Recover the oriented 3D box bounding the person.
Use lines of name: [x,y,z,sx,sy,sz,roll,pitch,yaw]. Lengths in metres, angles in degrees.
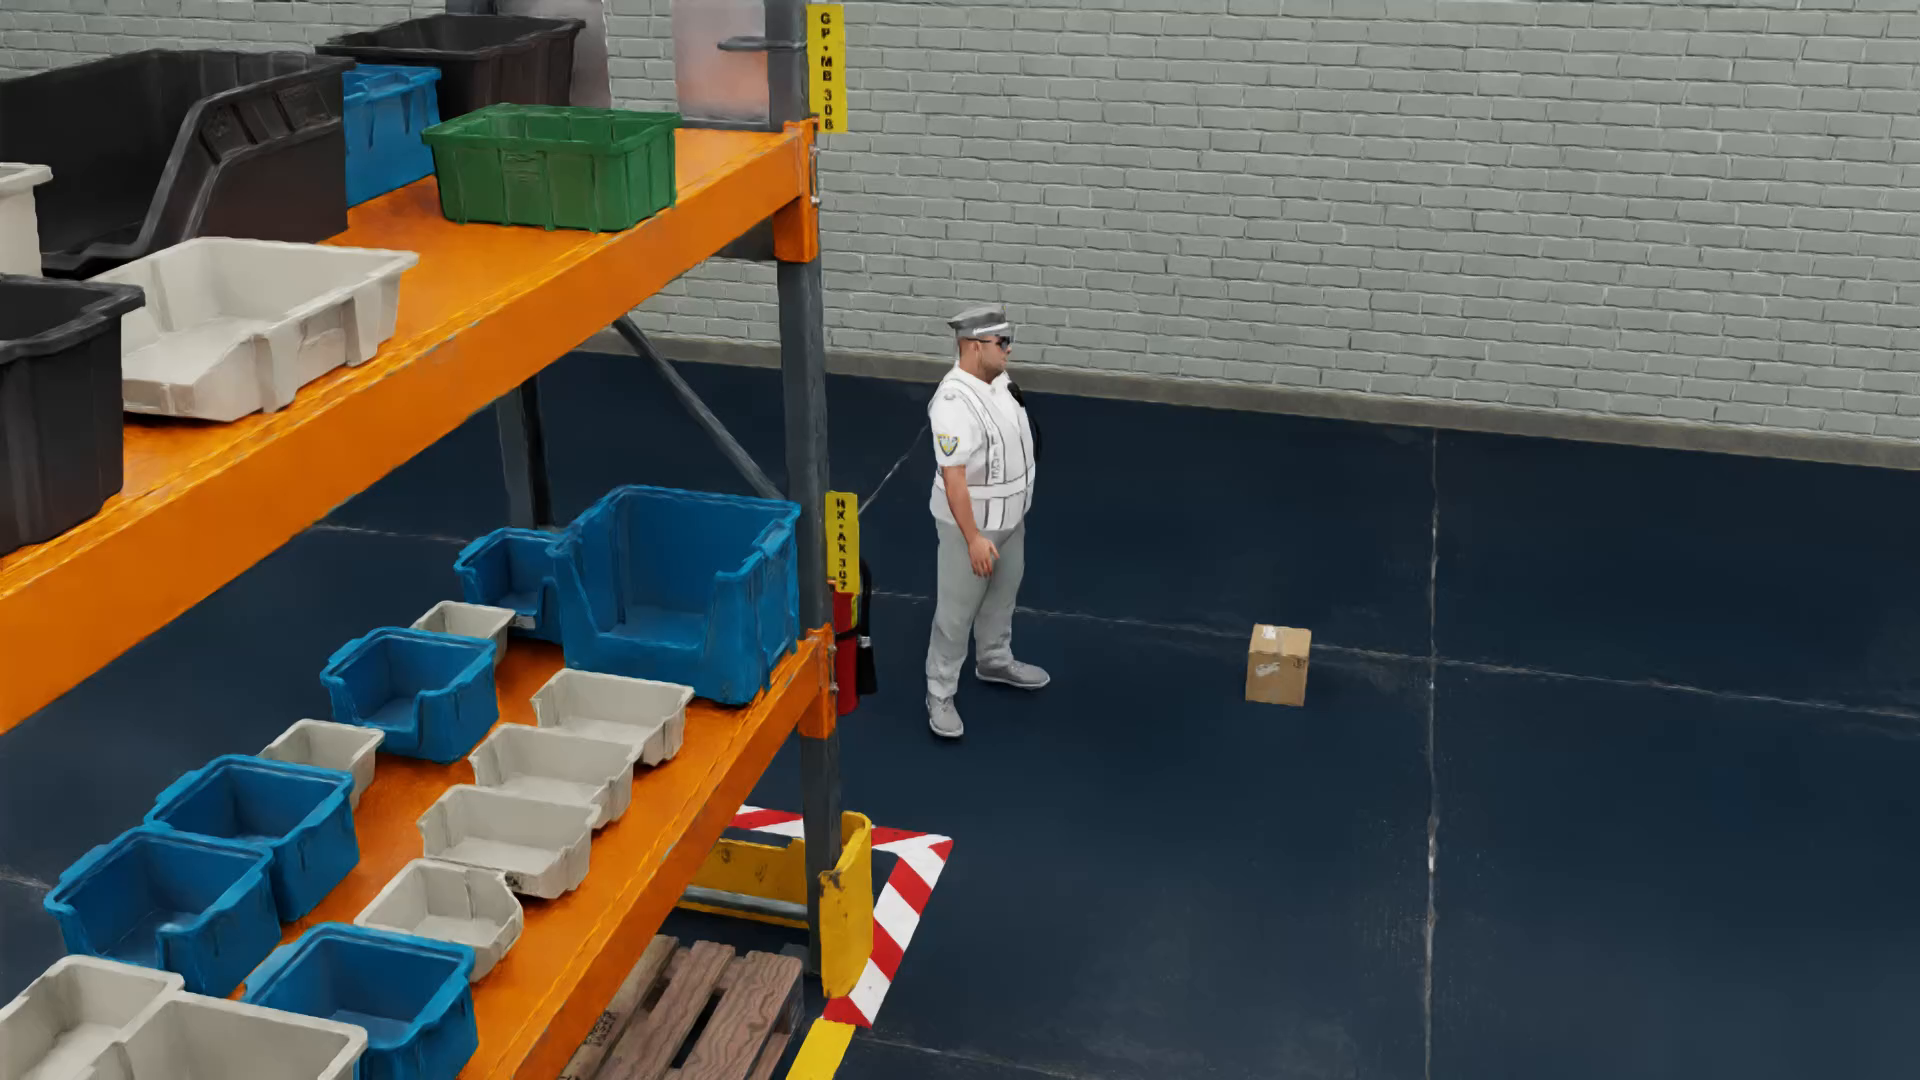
person: [0.092,-0.106,6.761,0.398,1.770,0.691,13,28,25]
